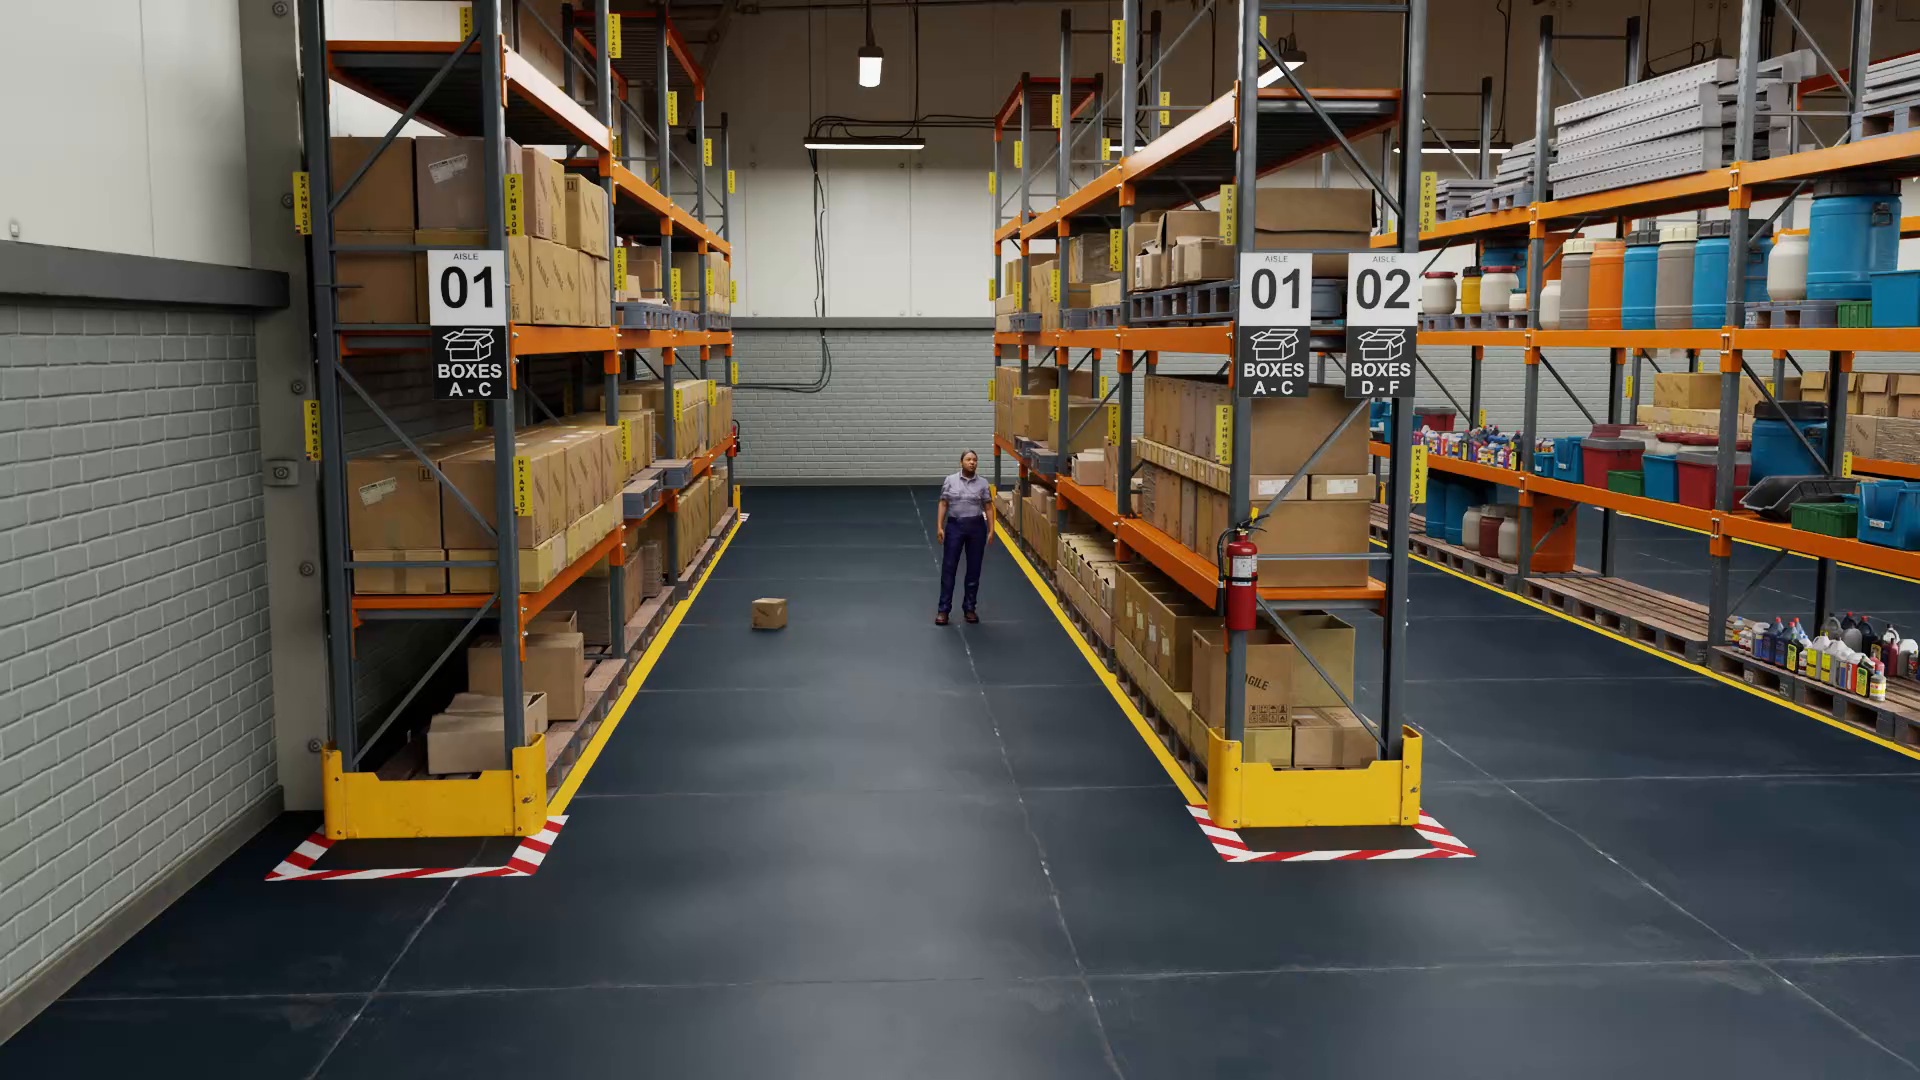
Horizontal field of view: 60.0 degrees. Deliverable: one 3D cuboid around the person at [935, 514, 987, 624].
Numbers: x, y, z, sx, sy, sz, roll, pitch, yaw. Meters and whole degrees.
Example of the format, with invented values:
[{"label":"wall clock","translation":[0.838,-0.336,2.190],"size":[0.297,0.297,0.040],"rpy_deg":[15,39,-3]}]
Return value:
[{"label":"person","translation":[0.008,0.268,16.099],"size":[0.525,1.029,0.500],"rpy_deg":[-1,7,-4]}]
